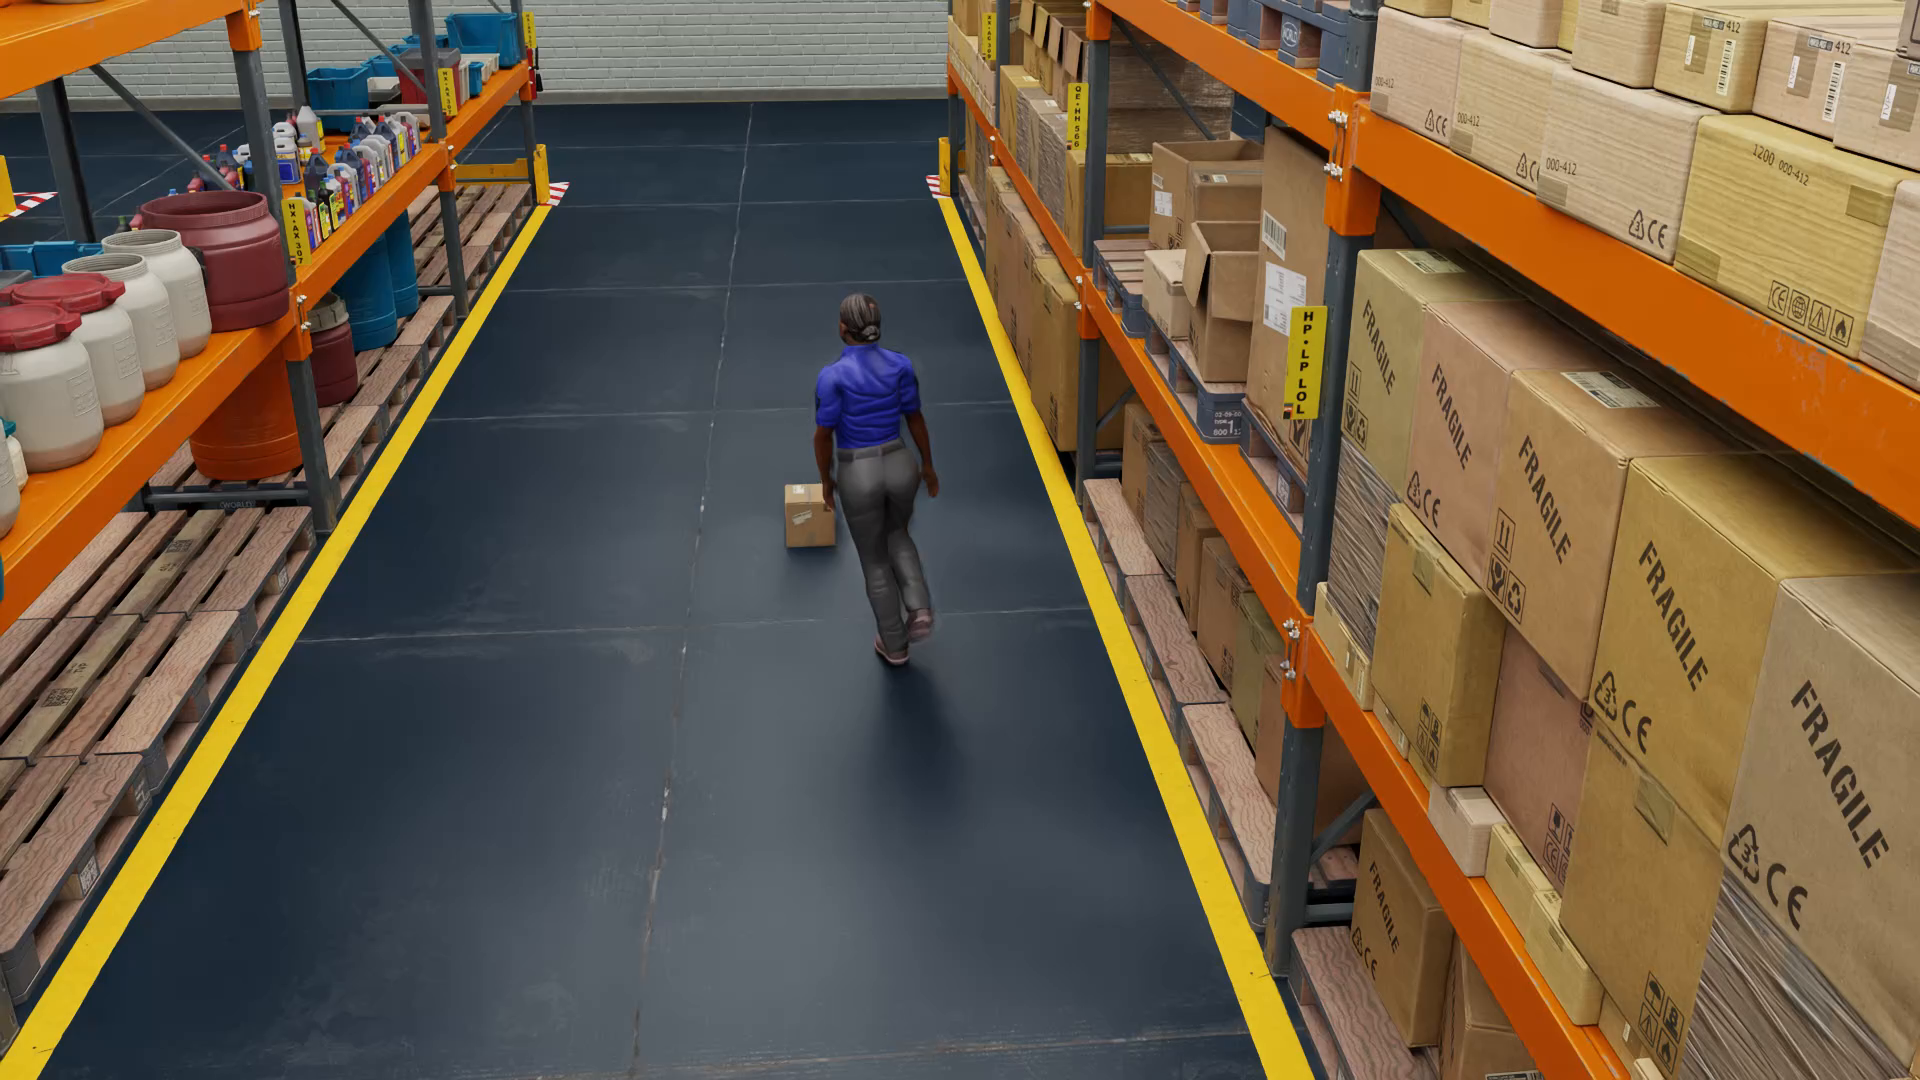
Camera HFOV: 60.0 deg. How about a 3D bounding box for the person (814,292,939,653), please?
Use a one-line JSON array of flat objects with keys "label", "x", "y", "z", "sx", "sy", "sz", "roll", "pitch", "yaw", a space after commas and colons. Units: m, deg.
[{"label": "person", "x": -0.345, "y": -0.294, "z": 7.154, "sx": 0.563, "sy": 1.583, "sz": 0.414, "roll": -11, "pitch": 26, "yaw": -24}]
